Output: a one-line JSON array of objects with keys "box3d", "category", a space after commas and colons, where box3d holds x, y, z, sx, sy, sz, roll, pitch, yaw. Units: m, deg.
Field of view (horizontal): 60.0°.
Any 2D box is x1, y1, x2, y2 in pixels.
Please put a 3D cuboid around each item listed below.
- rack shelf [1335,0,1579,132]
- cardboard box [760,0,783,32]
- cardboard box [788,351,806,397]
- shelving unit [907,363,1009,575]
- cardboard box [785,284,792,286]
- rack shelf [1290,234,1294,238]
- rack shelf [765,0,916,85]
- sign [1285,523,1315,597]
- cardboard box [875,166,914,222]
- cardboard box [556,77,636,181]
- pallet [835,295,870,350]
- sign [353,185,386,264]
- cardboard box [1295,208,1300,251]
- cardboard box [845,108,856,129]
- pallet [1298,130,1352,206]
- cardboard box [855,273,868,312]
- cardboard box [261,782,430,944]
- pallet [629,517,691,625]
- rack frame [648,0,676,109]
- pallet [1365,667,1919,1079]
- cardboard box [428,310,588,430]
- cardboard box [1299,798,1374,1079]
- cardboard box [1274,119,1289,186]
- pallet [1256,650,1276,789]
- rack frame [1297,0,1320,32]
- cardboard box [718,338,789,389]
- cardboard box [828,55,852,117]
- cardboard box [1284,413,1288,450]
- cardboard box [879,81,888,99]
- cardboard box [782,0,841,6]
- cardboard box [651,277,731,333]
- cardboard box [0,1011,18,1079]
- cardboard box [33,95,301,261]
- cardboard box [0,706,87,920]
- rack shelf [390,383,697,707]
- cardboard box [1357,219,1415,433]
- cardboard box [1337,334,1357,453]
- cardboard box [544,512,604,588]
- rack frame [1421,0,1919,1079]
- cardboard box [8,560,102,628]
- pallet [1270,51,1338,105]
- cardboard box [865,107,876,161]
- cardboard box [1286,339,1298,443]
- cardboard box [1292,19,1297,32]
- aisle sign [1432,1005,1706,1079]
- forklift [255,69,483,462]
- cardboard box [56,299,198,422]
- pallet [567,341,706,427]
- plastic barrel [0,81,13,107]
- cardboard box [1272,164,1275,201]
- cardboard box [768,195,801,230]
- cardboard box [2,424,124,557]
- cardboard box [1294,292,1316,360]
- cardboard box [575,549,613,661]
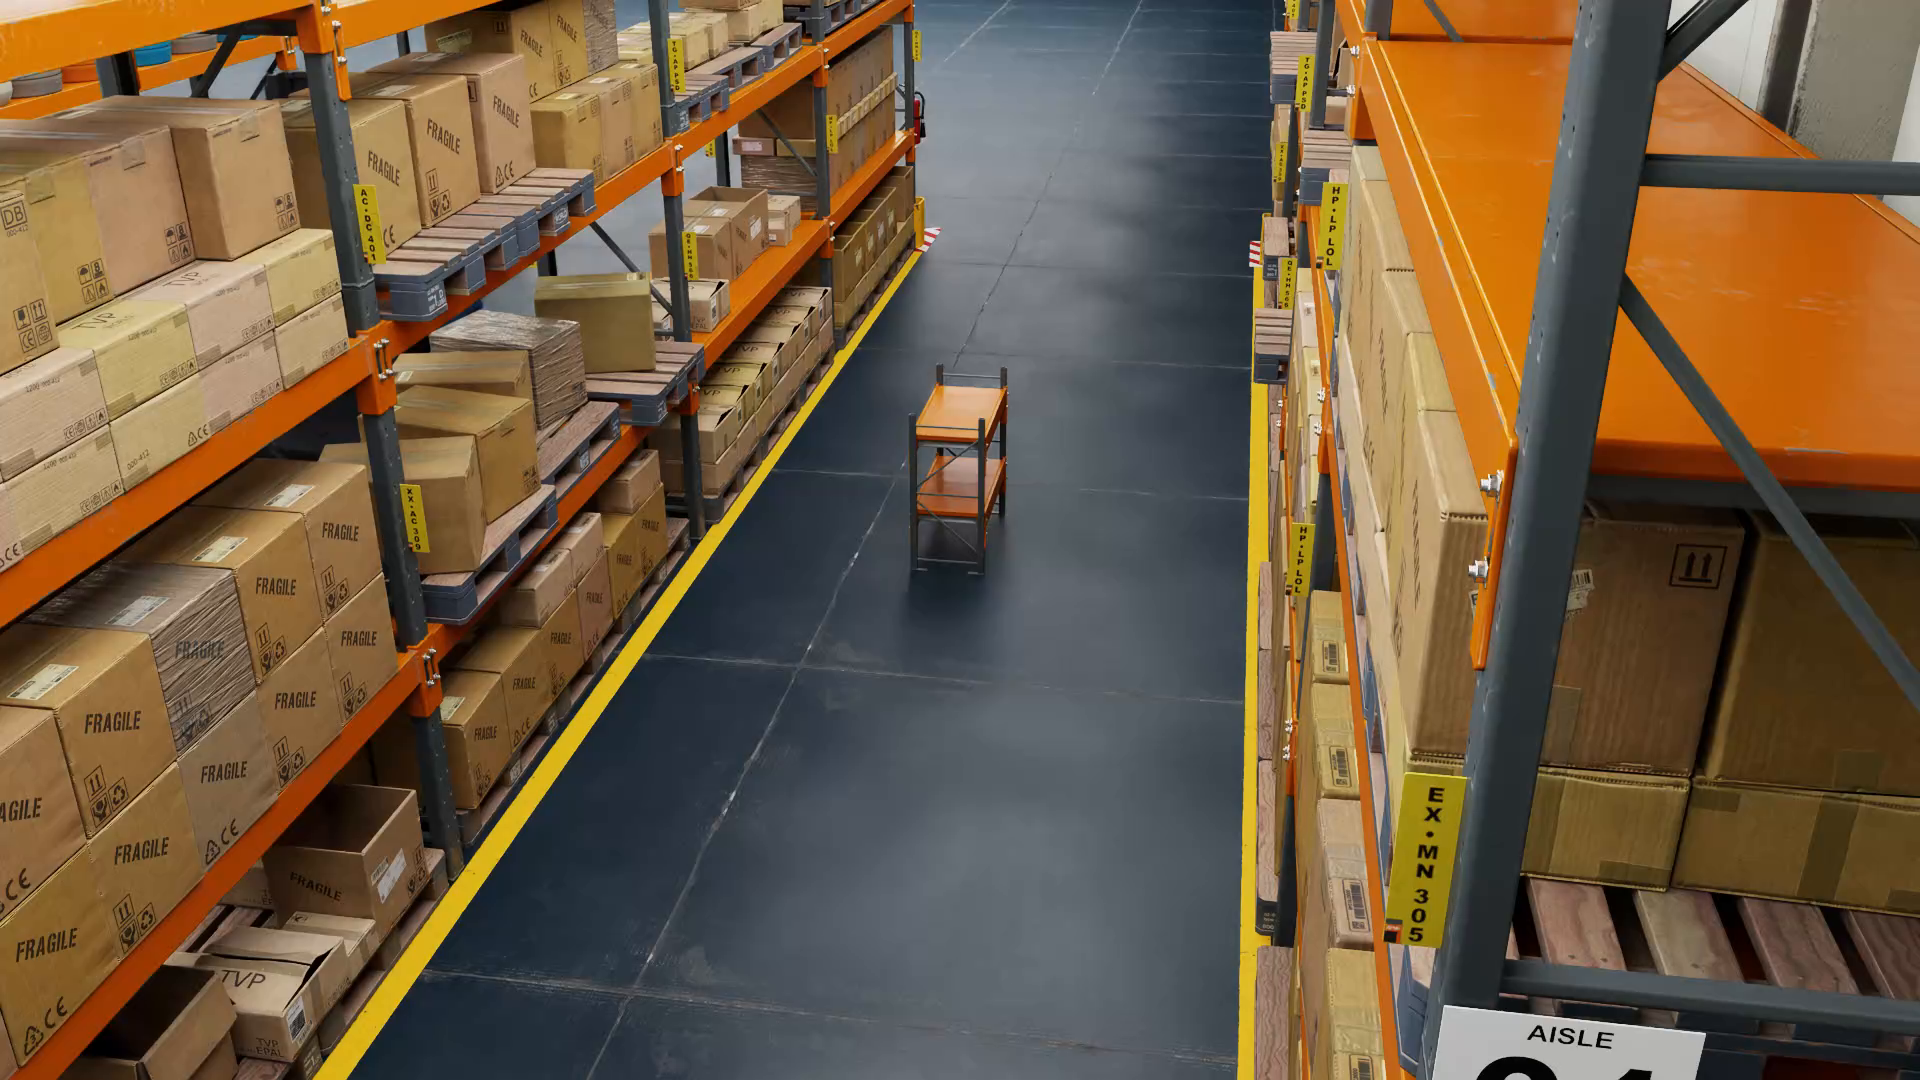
[{"box3d": [2.251, -2.442, 7.673, 1.077, 0.370, 4.000, 4, 25, 9], "category": "rack shelf"}, {"box3d": [-1.767, -4.307, 13.556, 0.500, 0.250, 0.500, 7, 26, 14], "category": "cardboard box"}, {"box3d": [-1.606, -1.409, 13.970, 0.500, 0.250, 0.500, 5, 25, 10], "category": "cardboard box"}, {"box3d": [-0.001, -0.507, 11.505, 0.538, 1.125, 1.048, 4, 25, 9], "category": "shelving unit"}, {"box3d": [-1.796, -2.237, 15.739, 0.500, 0.250, 0.500, 4, 25, 9], "category": "cardboard box"}, {"box3d": [3.558, -3.252, 16.008, 1.077, 0.370, 4.000, 4, 25, 9], "category": "rack shelf"}, {"box3d": [-1.330, -4.952, 16.102, 1.077, 0.370, 4.000, 4, 25, 9], "category": "rack shelf"}, {"box3d": [1.387, 0.082, 6.763, 0.100, 0.325, 0.005, 4, 25, 9], "category": "sign"}, {"box3d": [-0.797, -3.796, 18.184, 0.500, 0.500, 0.500, 4, 25, 9], "category": "cardboard box"}, {"box3d": [-2.432, -2.416, 9.717, 0.910, 0.500, 0.500, 4, 25, 9], "category": "cardboard box"}, {"box3d": [-1.485, -2.150, 16.094, 1.003, 0.211, 1.213, 4, 25, 9], "category": "pallet"}, {"box3d": [-2.427, -1.295, 6.831, 0.100, 0.325, 0.005, 4, 25, 9], "category": "sign"}, {"box3d": [3.016, -2.542, 13.006, 0.700, 0.500, 0.500, 7, 26, 14], "category": "cardboard box"}, {"box3d": [-1.215, -4.060, 16.003, 0.380, 0.149, 0.250, 3, 25, 7], "category": "cardboard box"}, {"box3d": [2.525, -2.068, 9.315, 1.213, 0.211, 1.003, 5, 26, 11], "category": "pallet"}, {"box3d": [-1.195, -2.410, 16.108, 0.500, 0.250, 0.500, 4, 25, 9], "category": "cardboard box"}, {"box3d": [-2.777, 1.454, 7.536, 0.500, 0.500, 0.500, 4, 25, 9], "category": "cardboard box"}, {"box3d": [-2.470, 0.163, 11.154, 1.003, 0.211, 1.213, 4, 25, 9], "category": "pallet"}, {"box3d": [-2.310, -4.127, 9.952, 1.000, 3.000, 0.127, 4, 25, 9], "category": "rack frame"}, {"box3d": [1.381, 0.648, 3.393, 1.003, 0.211, 1.213, 4, 25, 9], "category": "pallet"}, {"box3d": [-2.640, -1.005, 9.746, 0.700, 0.500, 0.500, 9, 27, 18], "category": "cardboard box"}, {"box3d": [1.585, 1.304, 5.071, 0.980, 0.700, 0.700, 3, 25, 6], "category": "cardboard box"}, {"box3d": [3.079, -3.450, 14.852, 0.500, 0.500, 0.500, 4, 25, 8], "category": "cardboard box"}, {"box3d": [2.173, 1.028, 9.305, 1.003, 0.211, 1.213, 4, 25, 9], "category": "pallet"}, {"box3d": [3.231, -5.458, 12.797, 1.000, 3.000, 0.127, 4, 25, 9], "category": "rack frame"}, {"box3d": [-1.688, -1.456, 13.409, 0.500, 0.311, 0.500, 4, 25, 8], "category": "cardboard box"}, {"box3d": [-1.426, -4.323, 15.798, 0.700, 0.500, 0.500, 4, 25, 8], "category": "cardboard box"}, {"box3d": [2.118, -0.632, 9.835, 0.380, 0.149, 0.250, 5, 26, 10], "category": "cardboard box"}, {"box3d": [-0.960, -4.705, 17.381, 0.380, 0.149, 0.250, 4, 25, 8], "category": "cardboard box"}, {"box3d": [-1.314, -4.933, 14.434, 0.500, 0.500, 0.500, 6, 26, 13], "category": "cardboard box"}, {"box3d": [-1.973, -1.730, 12.014, 0.500, 0.311, 0.500, 4, 25, 8], "category": "cardboard box"}, {"box3d": [-3.206, 1.507, 4.874, 0.500, 0.500, 0.500, 4, 25, 8], "category": "cardboard box"}, {"box3d": [-3.006, -1.388, 6.341, 0.700, 0.500, 0.500, 4, 25, 9], "category": "cardboard box"}, {"box3d": [-3.120, 0.842, 5.115, 0.500, 0.500, 0.500, 4, 25, 9], "category": "cardboard box"}, {"box3d": [-2.637, -0.248, 9.590, 1.077, 0.370, 4.000, 4, 25, 9], "category": "rack shelf"}, {"box3d": [1.377, -0.560, 4.549, 0.500, 0.500, 0.500, 4, 25, 9], "category": "cardboard box"}, {"box3d": [1.453, -0.439, 5.174, 0.500, 0.250, 0.500, 3, 25, 7], "category": "cardboard box"}, {"box3d": [-2.400, 0.043, 9.666, 0.500, 0.250, 0.500, 4, 25, 8], "category": "cardboard box"}, {"box3d": [1.270, -0.440, 2.074, 1.000, 3.000, 0.127, 4, 25, 9], "category": "rack frame"}, {"box3d": [-3.487, 0.373, 6.117, 0.500, 0.500, 0.500, 3, 25, 7], "category": "cardboard box"}, {"box3d": [2.859, -3.330, 12.009, 1.213, 0.211, 1.003, 4, 25, 9], "category": "pallet"}, {"box3d": [-1.260, -4.180, 17.023, 0.700, 0.500, 0.500, 4, 25, 9], "category": "cardboard box"}, {"box3d": [2.151, -0.854, 9.543, 0.500, 0.500, 0.500, 5, 26, 10], "category": "cardboard box"}, {"box3d": [3.165, -4.593, 14.345, 0.500, 0.500, 0.500, 2, 25, 4], "category": "cardboard box"}, {"box3d": [0.962, 1.109, 2.775, 0.394, 0.787, 0.004, 4, 25, 9], "category": "aisle sign"}, {"box3d": [-4.713, -1.862, 12.271, 1.130, 2.935, 3.031, 5, 26, 11], "category": "forklift"}, {"box3d": [-2.945, -0.614, 5.573, 0.500, 0.250, 0.500, 4, 25, 9], "category": "cardboard box"}, {"box3d": [-2.352, -1.035, 10.649, 1.213, 0.211, 1.003, 4, 25, 9], "category": "pallet"}, {"box3d": [-6.843, -3.273, 11.533, 0.421, 0.512, 0.421, 0, 25, 0], "category": "plastic barrel"}, {"box3d": [3.166, -3.321, 15.460, 0.500, 0.250, 0.500, 4, 25, 8], "category": "cardboard box"}, {"box3d": [-1.694, -2.806, 14.384, 0.500, 0.250, 0.500, 6, 26, 12], "category": "cardboard box"}, {"box3d": [-3.033, -0.179, 5.233, 0.500, 0.250, 0.500, 4, 25, 9], "category": "cardboard box"}, {"box3d": [2.162, -1.200, 9.399, 0.500, 0.250, 0.500, 4, 25, 8], "category": "cardboard box"}, {"box3d": [-2.396, 0.367, 9.858, 0.500, 0.500, 0.500, 3, 25, 7], "category": "cardboard box"}]
